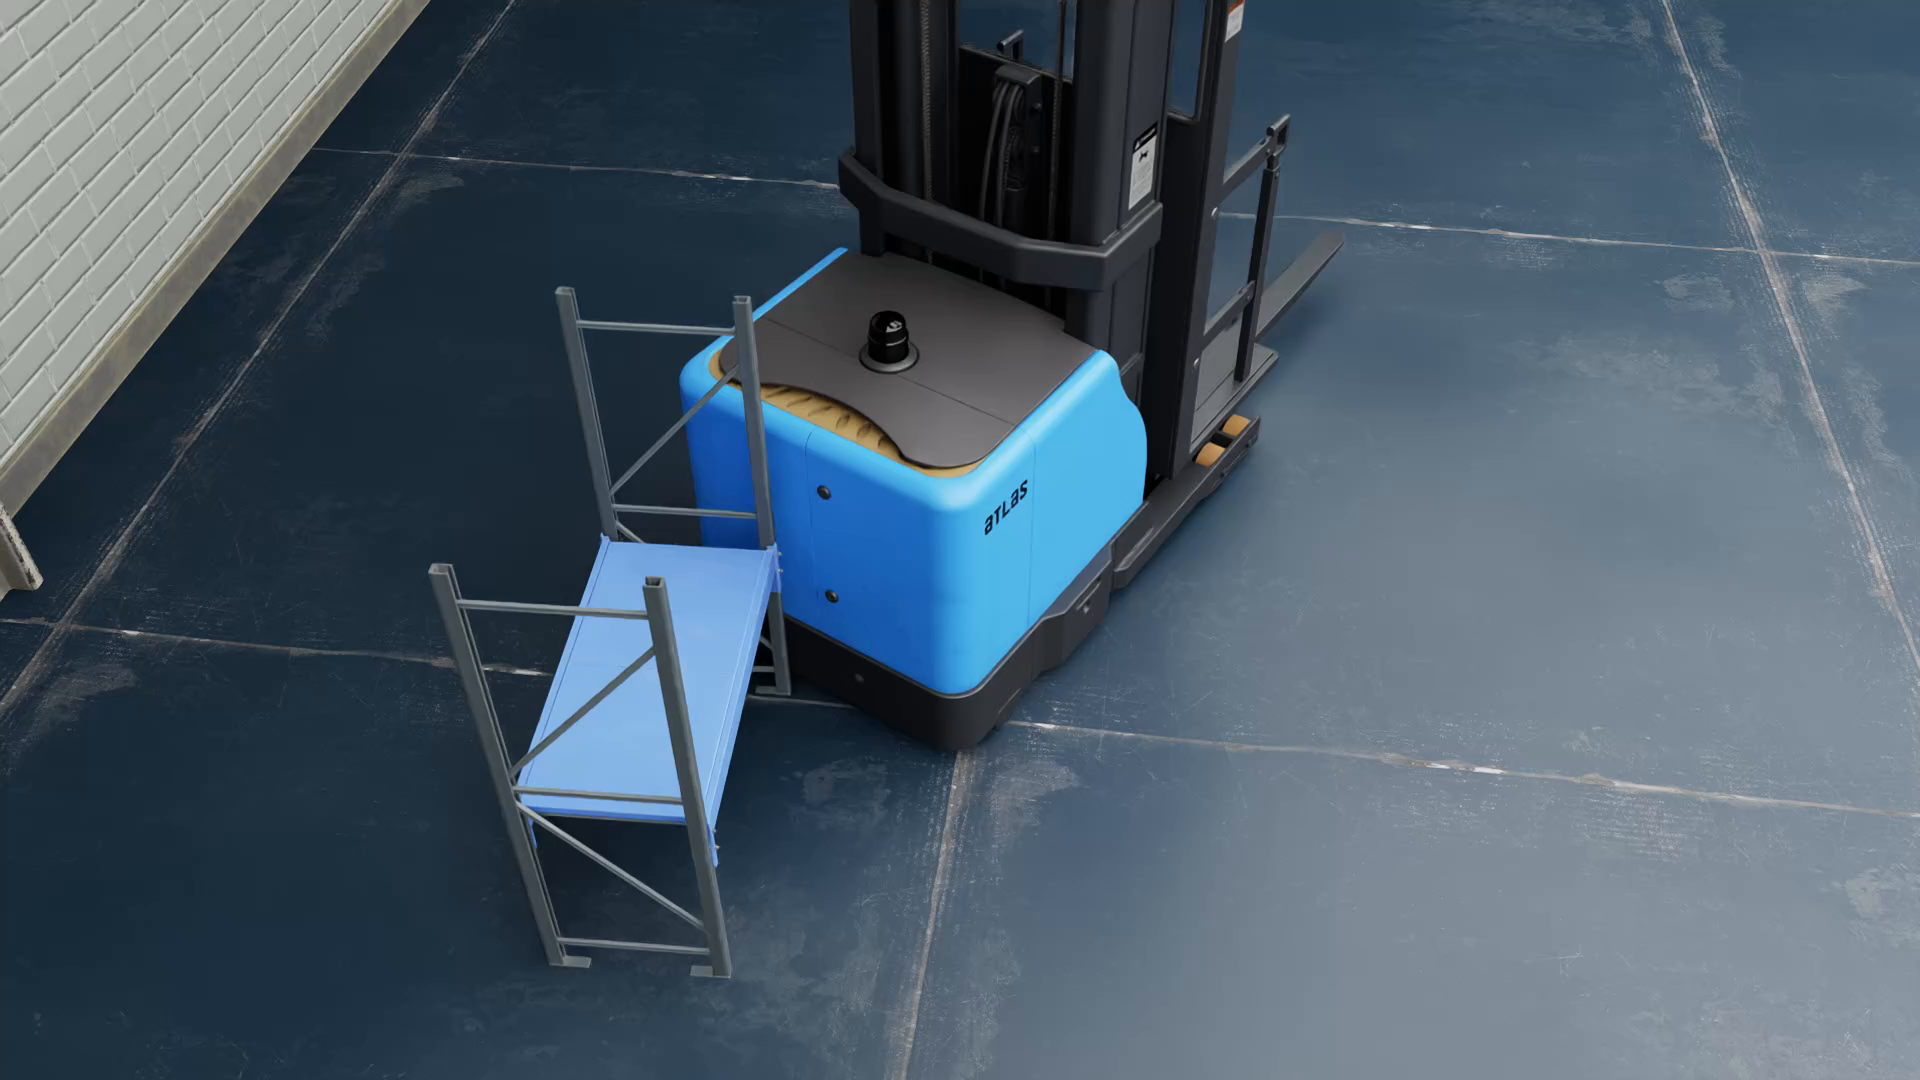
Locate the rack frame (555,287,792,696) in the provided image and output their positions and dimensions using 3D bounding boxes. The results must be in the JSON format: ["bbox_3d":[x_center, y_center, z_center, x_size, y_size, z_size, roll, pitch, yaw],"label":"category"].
[{"bbox_3d":[-0.781,-0.078,4.742,0.500,1.500,0.032,3,44,4],"label":"rack frame"}]

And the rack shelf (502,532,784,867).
[{"bbox_3d":[-0.825,0.401,4.498,0.538,0.185,1.000,3,44,4],"label":"rack shelf"}]

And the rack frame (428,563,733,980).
[{"bbox_3d":[-0.868,0.618,4.006,0.500,1.500,0.032,3,44,4],"label":"rack frame"}]

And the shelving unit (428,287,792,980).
[{"bbox_3d":[-0.825,0.270,4.374,0.538,1.500,1.048,3,44,4],"label":"shelving unit"}]

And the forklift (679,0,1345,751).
[{"bbox_3d":[0.430,-1.414,5.112,1.130,2.935,3.031,25,49,24],"label":"forklift"}]
